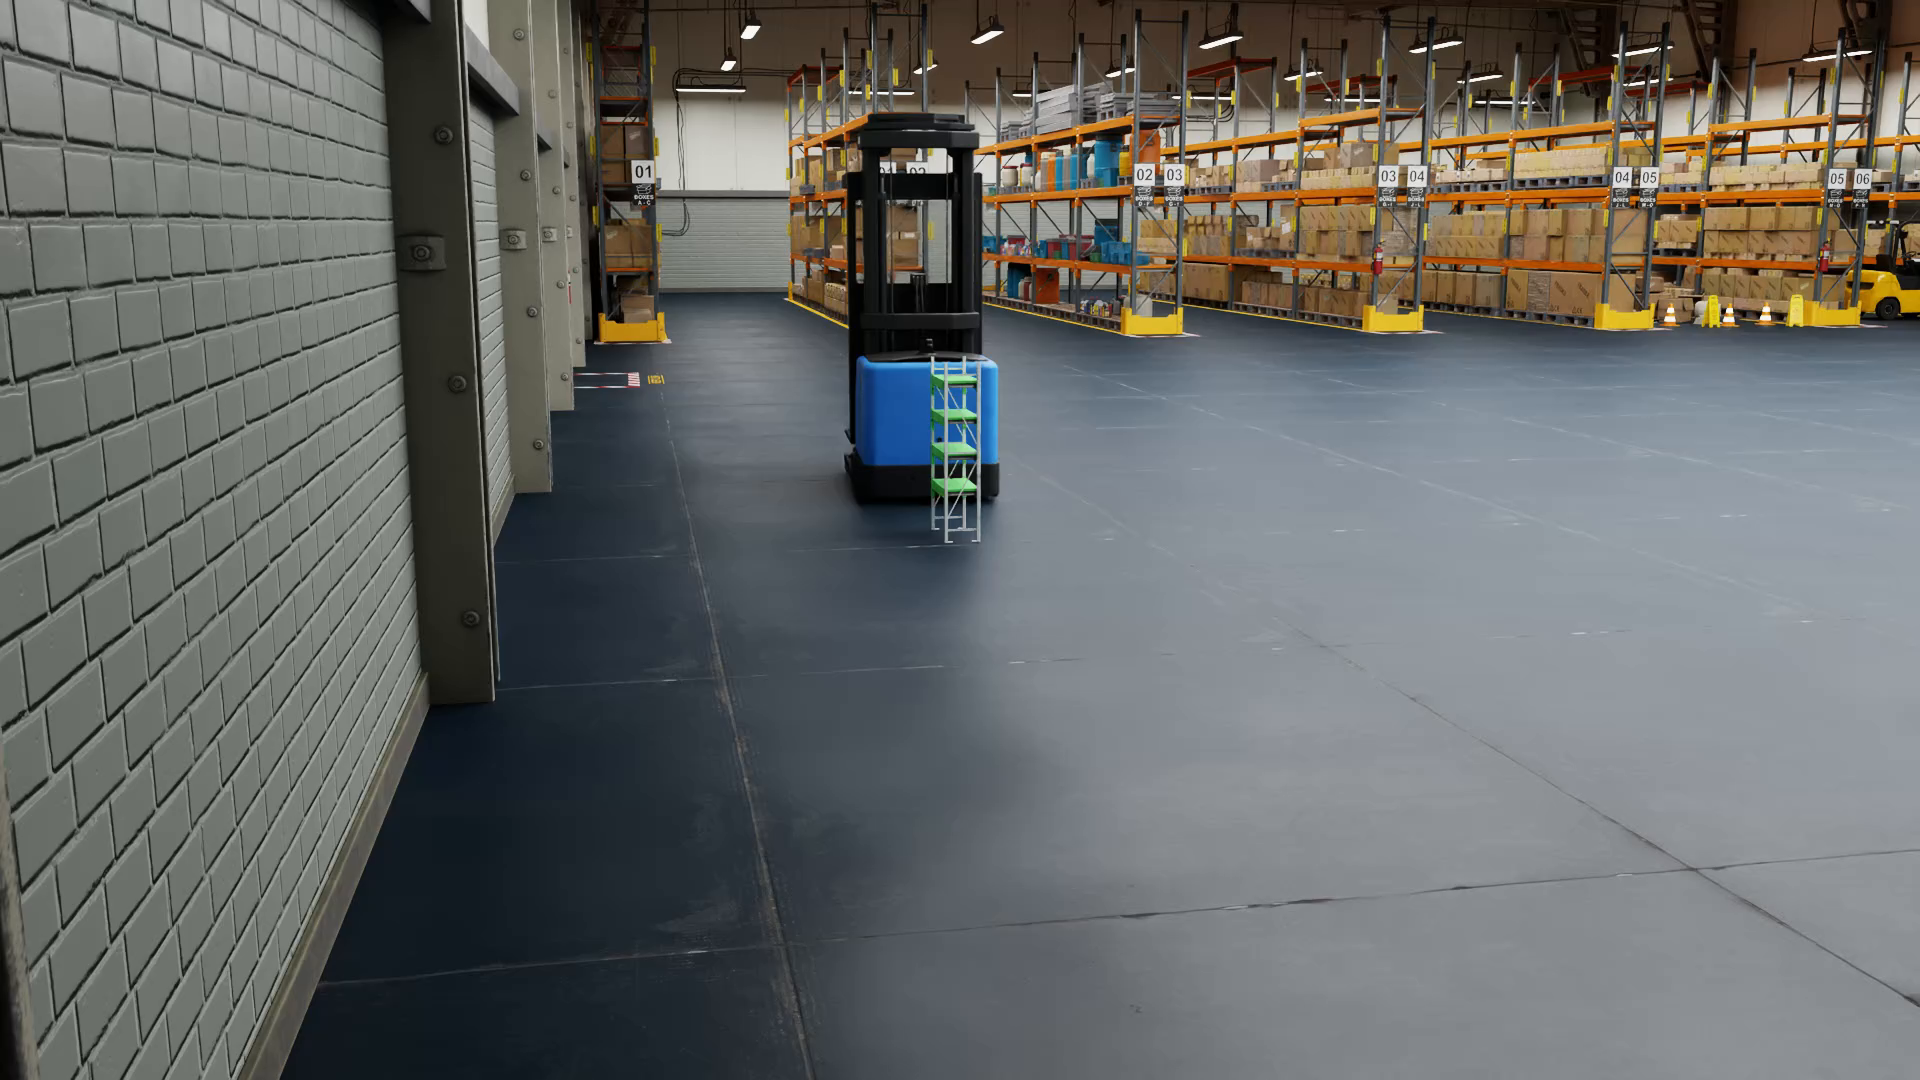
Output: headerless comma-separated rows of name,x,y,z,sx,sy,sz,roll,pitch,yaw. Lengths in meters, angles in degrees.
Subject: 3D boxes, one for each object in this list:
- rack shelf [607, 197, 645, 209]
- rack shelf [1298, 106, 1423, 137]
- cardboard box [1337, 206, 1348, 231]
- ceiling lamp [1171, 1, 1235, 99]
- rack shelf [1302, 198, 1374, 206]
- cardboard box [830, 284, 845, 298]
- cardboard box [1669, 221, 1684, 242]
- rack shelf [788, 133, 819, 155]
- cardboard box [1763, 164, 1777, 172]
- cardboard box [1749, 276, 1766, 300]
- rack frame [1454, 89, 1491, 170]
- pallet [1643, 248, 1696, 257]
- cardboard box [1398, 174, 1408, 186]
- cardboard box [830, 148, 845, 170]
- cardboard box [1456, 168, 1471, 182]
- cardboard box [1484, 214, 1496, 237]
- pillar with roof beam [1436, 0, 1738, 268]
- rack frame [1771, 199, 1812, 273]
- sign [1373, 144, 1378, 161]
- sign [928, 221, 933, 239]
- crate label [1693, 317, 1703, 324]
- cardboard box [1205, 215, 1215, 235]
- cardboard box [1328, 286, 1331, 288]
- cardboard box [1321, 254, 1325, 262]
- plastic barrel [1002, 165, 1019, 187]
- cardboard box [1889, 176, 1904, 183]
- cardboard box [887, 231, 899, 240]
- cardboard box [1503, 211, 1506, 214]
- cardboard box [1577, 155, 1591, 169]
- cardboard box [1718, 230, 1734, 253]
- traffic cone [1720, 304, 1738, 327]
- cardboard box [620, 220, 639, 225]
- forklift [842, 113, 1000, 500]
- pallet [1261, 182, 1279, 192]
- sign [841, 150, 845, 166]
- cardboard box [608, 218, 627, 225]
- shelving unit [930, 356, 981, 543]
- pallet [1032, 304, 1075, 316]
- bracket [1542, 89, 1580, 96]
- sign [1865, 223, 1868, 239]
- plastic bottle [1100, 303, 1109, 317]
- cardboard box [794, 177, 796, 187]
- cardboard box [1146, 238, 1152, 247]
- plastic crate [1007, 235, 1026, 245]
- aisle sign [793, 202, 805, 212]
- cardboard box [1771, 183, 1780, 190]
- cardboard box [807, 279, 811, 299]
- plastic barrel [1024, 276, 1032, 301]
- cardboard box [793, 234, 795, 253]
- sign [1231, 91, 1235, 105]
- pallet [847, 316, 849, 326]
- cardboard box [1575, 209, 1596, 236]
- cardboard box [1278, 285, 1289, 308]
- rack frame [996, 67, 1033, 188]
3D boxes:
rack shelf,-7.898,-8.044,39.338,1.077,0.370,4.000,-2,11,-11
rack shelf,8.234,-8.589,34.189,1.077,0.370,4.000,-2,11,-11
cardboard box,8.076,-6.592,34.070,0.500,0.500,0.500,-2,11,-11
ceiling lamp,7.476,-14.964,50.137,2.000,3.185,0.800,-2,11,-11
rack shelf,10.785,-9.480,46.882,1.077,0.370,4.000,-2,11,-11
cardboard box,-2.630,-5.573,37.183,0.500,0.311,0.500,-2,11,-13
cardboard box,17.153,-7.293,39.305,0.500,0.500,0.500,-2,11,-11
rack shelf,-3.818,-10.430,43.863,1.077,0.370,4.000,-2,11,-11
cardboard box,17.657,-8.064,36.057,0.380,0.149,0.250,-2,11,-10
cardboard box,17.736,-5.540,36.508,0.500,0.500,0.500,-2,11,-12
rack frame,15.232,-11.872,49.505,1.000,3.000,0.127,-2,11,-11
pallet,17.213,-7.002,40.475,1.003,0.211,1.213,-2,11,-11
cardboard box,8.783,-7.128,33.002,0.500,0.250,0.500,-2,11,-9
cardboard box,-2.729,-8.832,38.613,0.500,0.500,0.500,-2,11,-11
cardboard box,12.074,-8.618,39.276,0.500,0.311,0.500,-2,11,-12
cardboard box,12.526,-7.251,38.329,0.700,0.500,0.500,-2,11,-12
pillar with roof beam,17.404,-11.324,46.623,9.100,9.000,0.548,-2,11,-11
rack frame,21.656,-7.639,43.309,1.000,3.000,0.127,-2,11,-11
sign,8.075,-7.522,32.305,0.100,0.325,0.005,-2,11,-11
sign,-0.549,-5.754,30.877,0.100,0.325,0.005,-2,11,-11
crate label,15.758,-4.655,35.290,0.250,0.136,0.298,-9,14,-40
cardboard box,6.680,-8.016,42.341,0.797,0.503,0.637,-2,11,-9
cardboard box,10.562,-7.048,46.706,0.380,0.149,0.250,-2,11,-11
cardboard box,7.859,-5.962,35.168,0.380,0.149,0.250,-2,11,-11
plastic barrel,1.287,-9.292,42.484,0.433,0.535,0.433,0,11,0
cardboard box,22.462,-8.674,40.004,0.380,0.149,0.250,-2,11,-11
cardboard box,-1.356,-5.702,31.127,0.380,0.149,0.250,-2,11,-12
cardboard box,15.587,-9.239,47.041,0.380,0.149,0.250,-2,11,-11
cardboard box,13.042,-7.765,34.163,0.500,0.250,0.500,-2,11,-11
cardboard box,17.498,-6.737,37.509,0.500,0.500,0.500,-2,11,-11
traffic cone,15.972,-4.674,34.513,0.336,0.463,0.334,-2,11,-11
cardboard box,-7.336,-7.020,36.879,0.380,0.149,0.250,-4,12,-21
forklift,-0.394,-1.978,13.750,1.130,2.935,3.031,-1,11,-7
pallet,7.625,-8.052,37.960,1.213,0.211,1.003,-2,11,-11
sign,-2.403,-7.865,34.249,0.100,0.325,0.005,-2,11,-11
cardboard box,-7.852,-7.204,37.903,0.500,0.250,0.500,-2,11,-9
shelving unit,-0.032,-0.620,11.244,0.258,1.200,0.503,-2,11,-11
pallet,2.321,-5.404,39.024,1.003,0.211,1.213,-2,11,-11
bracket,19.487,-14.925,55.915,0.076,0.066,5.218,-2,11,-11
sign,18.876,-6.436,34.671,0.100,0.325,0.005,-2,11,-11
plastic bottle,2.955,-4.696,33.956,0.152,0.276,0.135,-2,11,-11
cardboard box,-4.168,-9.563,44.462,0.500,0.250,0.500,-2,11,-11
cardboard box,5.541,-8.352,46.660,0.500,0.250,0.500,-2,11,-13
plastic crate,1.503,-7.885,44.268,0.402,0.464,0.583,-2,11,-11
aisle sign,-4.508,-9.484,46.050,0.394,0.787,0.004,-2,11,-11
cardboard box,17.778,-7.632,35.921,0.380,0.149,0.250,-2,11,-13
cardboard box,-3.574,-6.362,42.109,0.500,0.500,0.500,-3,11,-14
plastic barrel,1.877,-6.235,41.260,0.600,0.588,0.708,-2,11,-11
cardboard box,-4.274,-8.069,45.300,0.500,0.500,0.500,-2,11,-12
sign,6.523,-10.560,39.691,0.100,0.325,0.005,-2,11,-11
pallet,-1.759,-4.487,34.206,1.003,0.211,1.213,-2,11,-11
cardboard box,13.276,-6.563,34.367,0.875,0.550,0.550,-2,11,-11
cardboard box,7.672,-5.554,37.861,0.700,0.500,0.500,-2,11,-11
rack frame,1.431,-10.598,42.811,1.000,3.000,0.127,-2,11,-11
